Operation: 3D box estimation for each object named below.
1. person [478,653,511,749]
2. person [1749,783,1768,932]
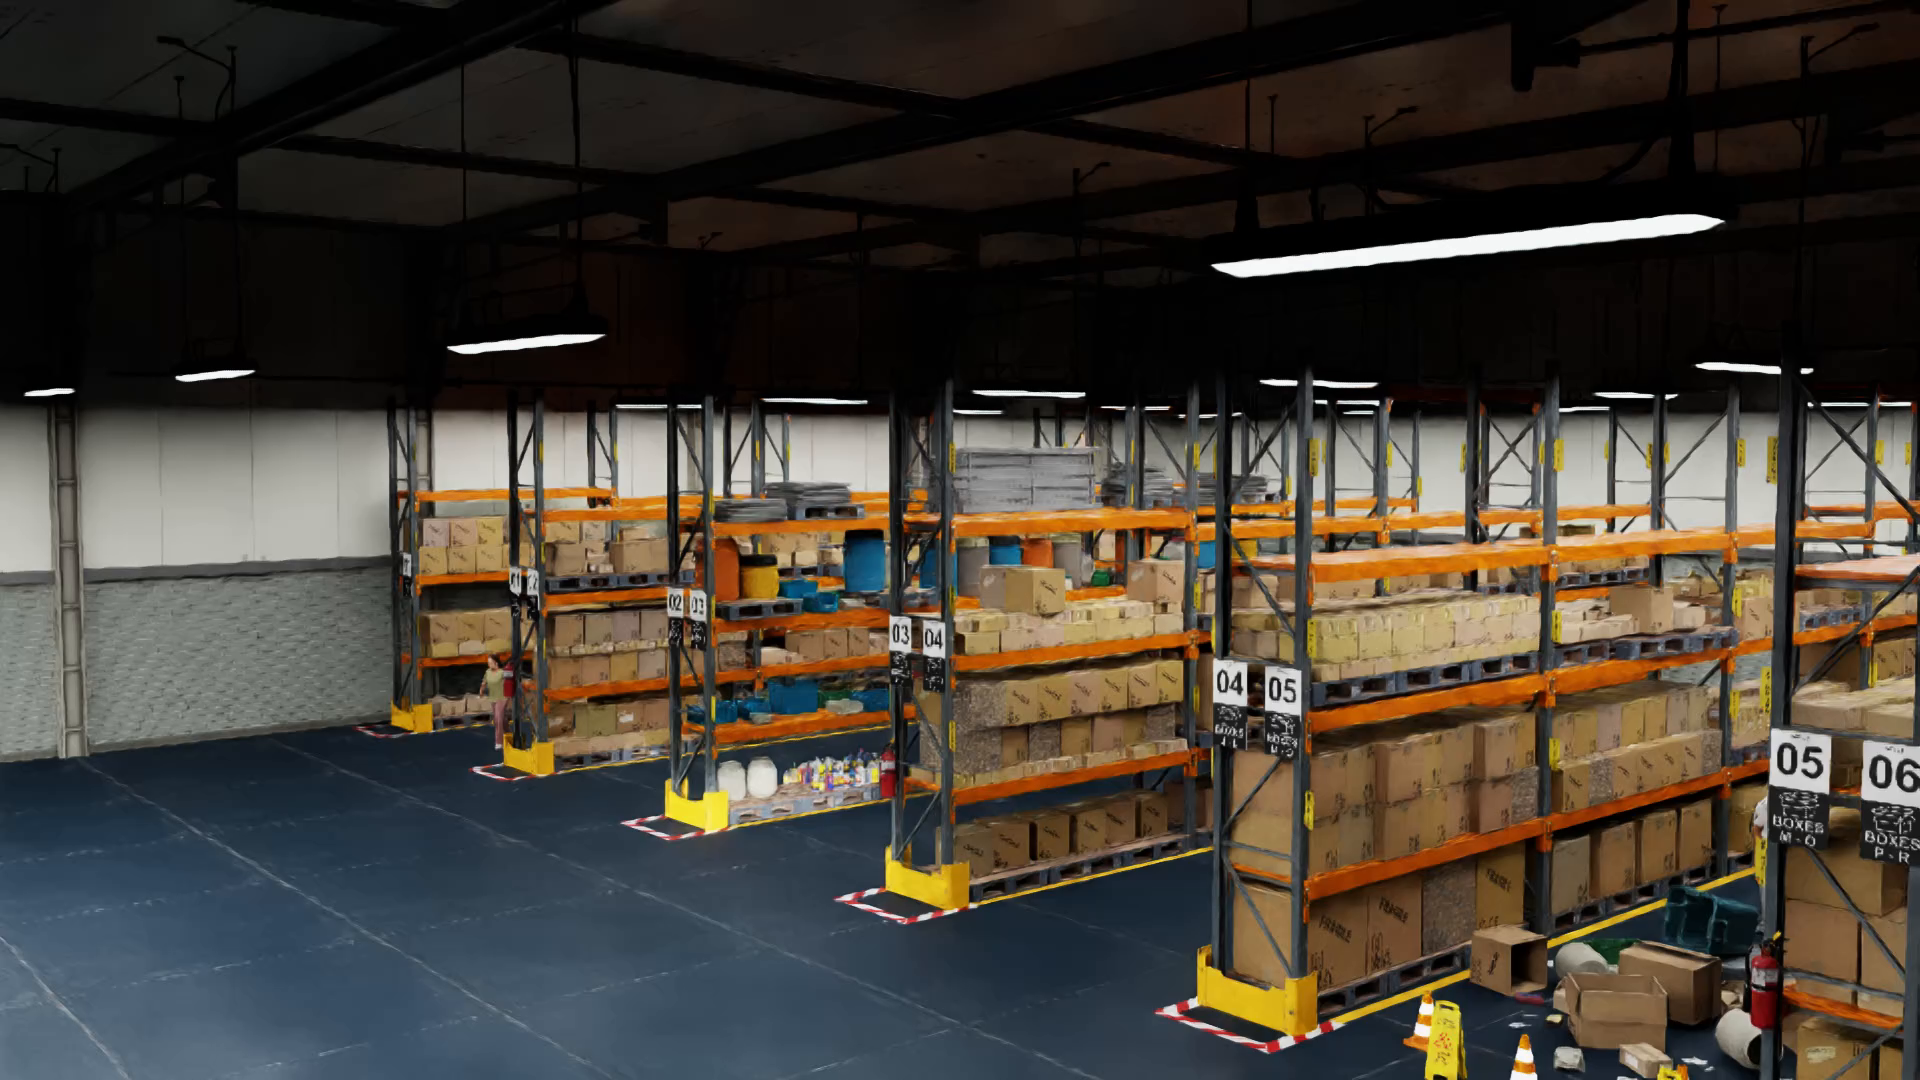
[{"bbox_3d":[-7.797,2.708,28.173,0.620,1.610,0.790,2,4,29],"label":"person"},{"bbox_3d":[8.601,3.299,17.613,0.523,1.659,0.480,-1,3,-10],"label":"person"}]
